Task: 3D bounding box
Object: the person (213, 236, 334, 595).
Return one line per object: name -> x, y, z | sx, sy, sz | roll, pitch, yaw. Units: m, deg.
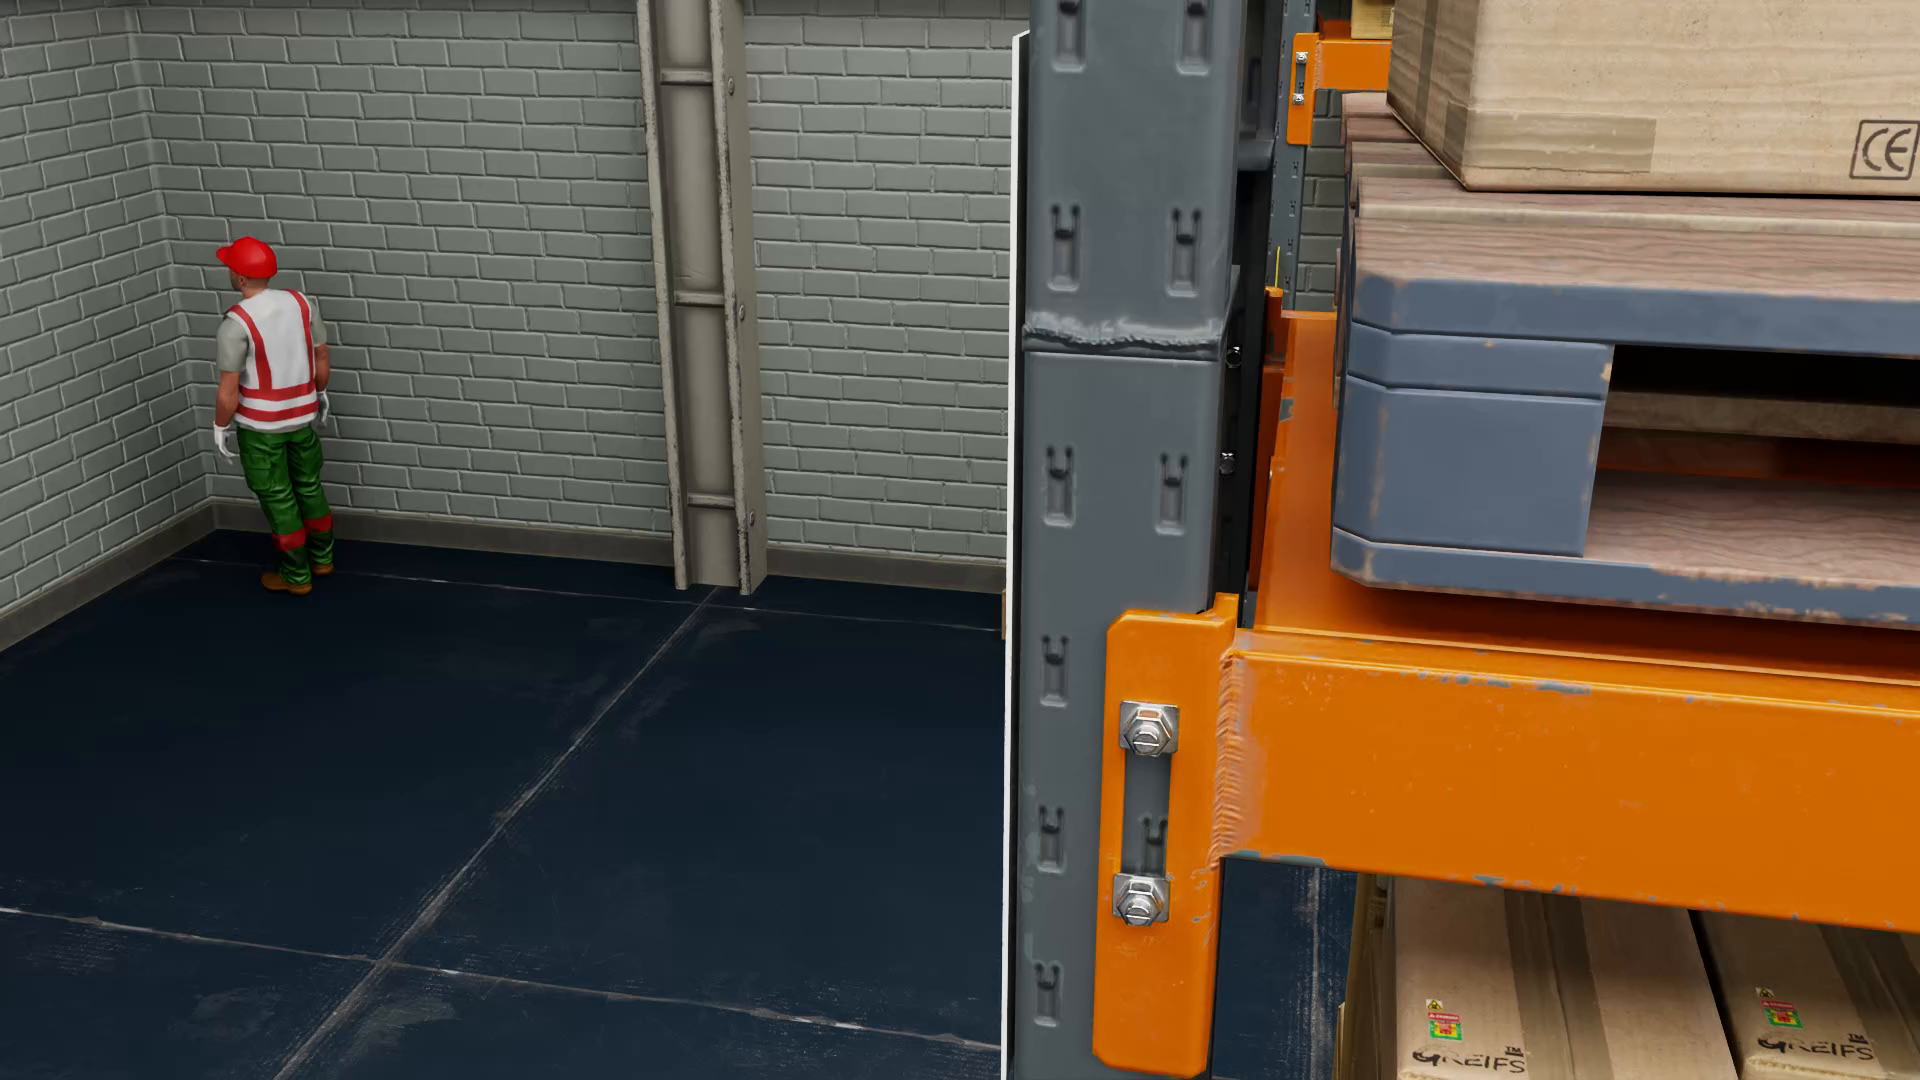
person -> -3.358, -0.597, 8.050 | 0.557, 1.789, 0.633 | 13, 25, 30
